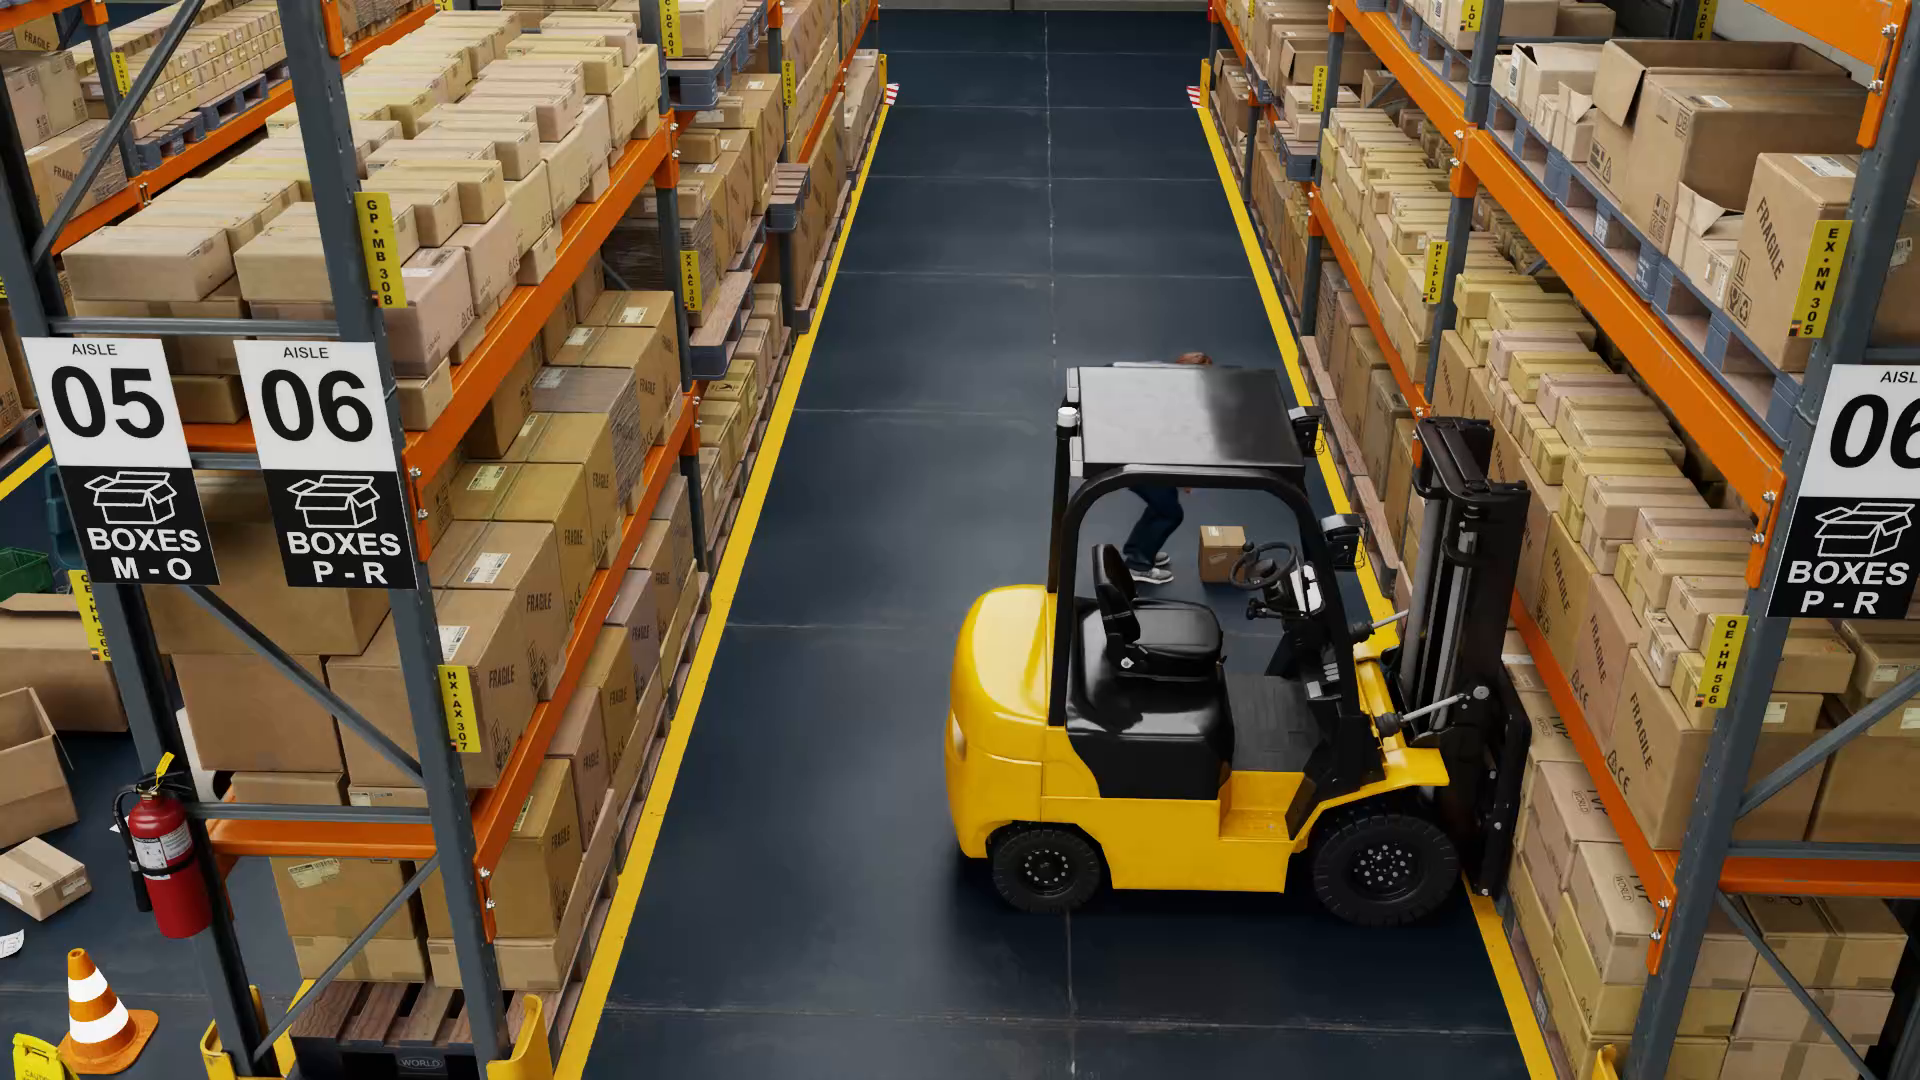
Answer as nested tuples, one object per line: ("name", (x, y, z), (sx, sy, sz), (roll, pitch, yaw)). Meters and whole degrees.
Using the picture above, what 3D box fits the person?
("person", (1.151, -0.431, 9.674), (0.601, 1.376, 0.460), (1, 28, 2))
